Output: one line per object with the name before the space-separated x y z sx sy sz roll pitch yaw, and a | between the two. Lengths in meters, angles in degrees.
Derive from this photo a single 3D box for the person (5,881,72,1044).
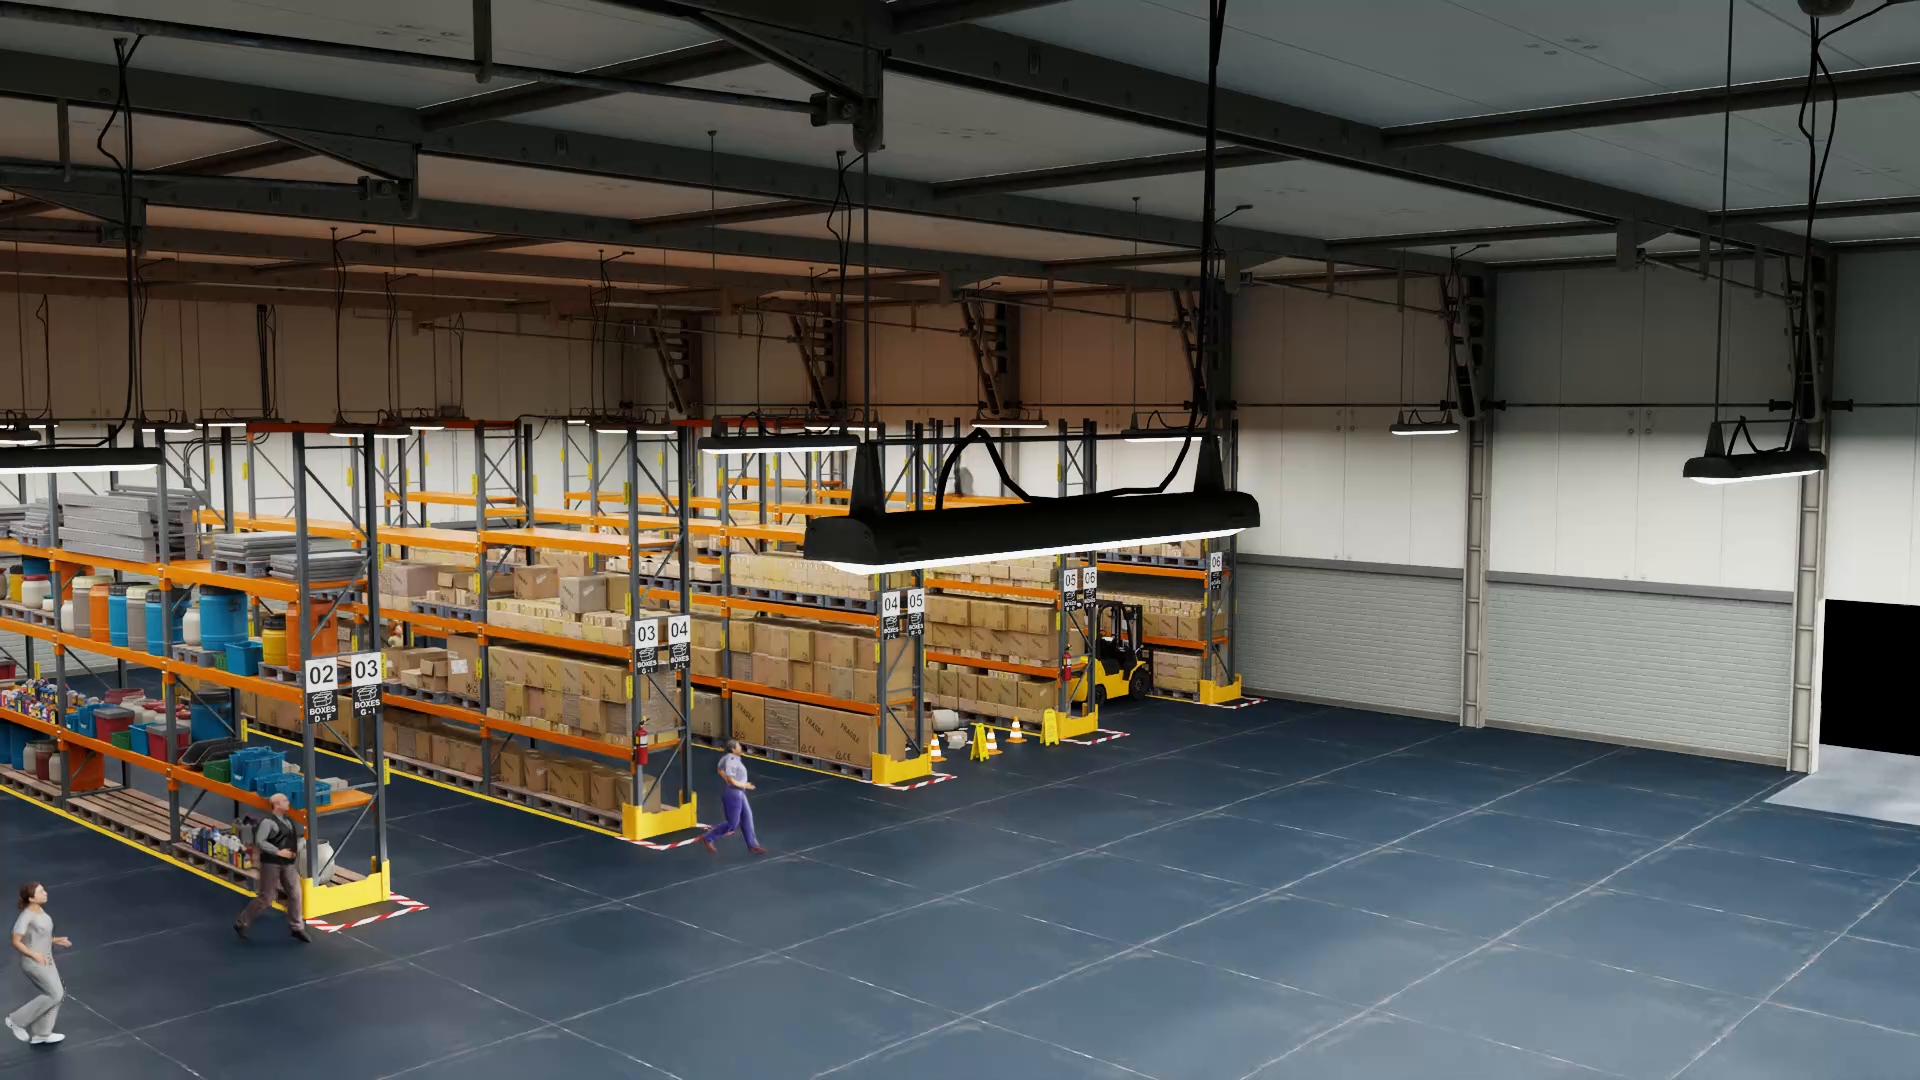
person | -9.130 4.174 16.440 0.569 1.626 0.588 -1 5 -16

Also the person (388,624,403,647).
person | -11.987 2.590 35.624 0.589 1.620 0.783 -4 6 -38

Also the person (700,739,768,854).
person | -3.175 3.617 23.323 0.950 1.622 0.641 -1 5 -8

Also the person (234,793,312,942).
person | -8.046 3.863 19.693 0.925 1.715 0.727 1 5 12

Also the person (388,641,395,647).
person | -11.664 2.708 33.658 0.779 1.834 0.638 3 6 35
